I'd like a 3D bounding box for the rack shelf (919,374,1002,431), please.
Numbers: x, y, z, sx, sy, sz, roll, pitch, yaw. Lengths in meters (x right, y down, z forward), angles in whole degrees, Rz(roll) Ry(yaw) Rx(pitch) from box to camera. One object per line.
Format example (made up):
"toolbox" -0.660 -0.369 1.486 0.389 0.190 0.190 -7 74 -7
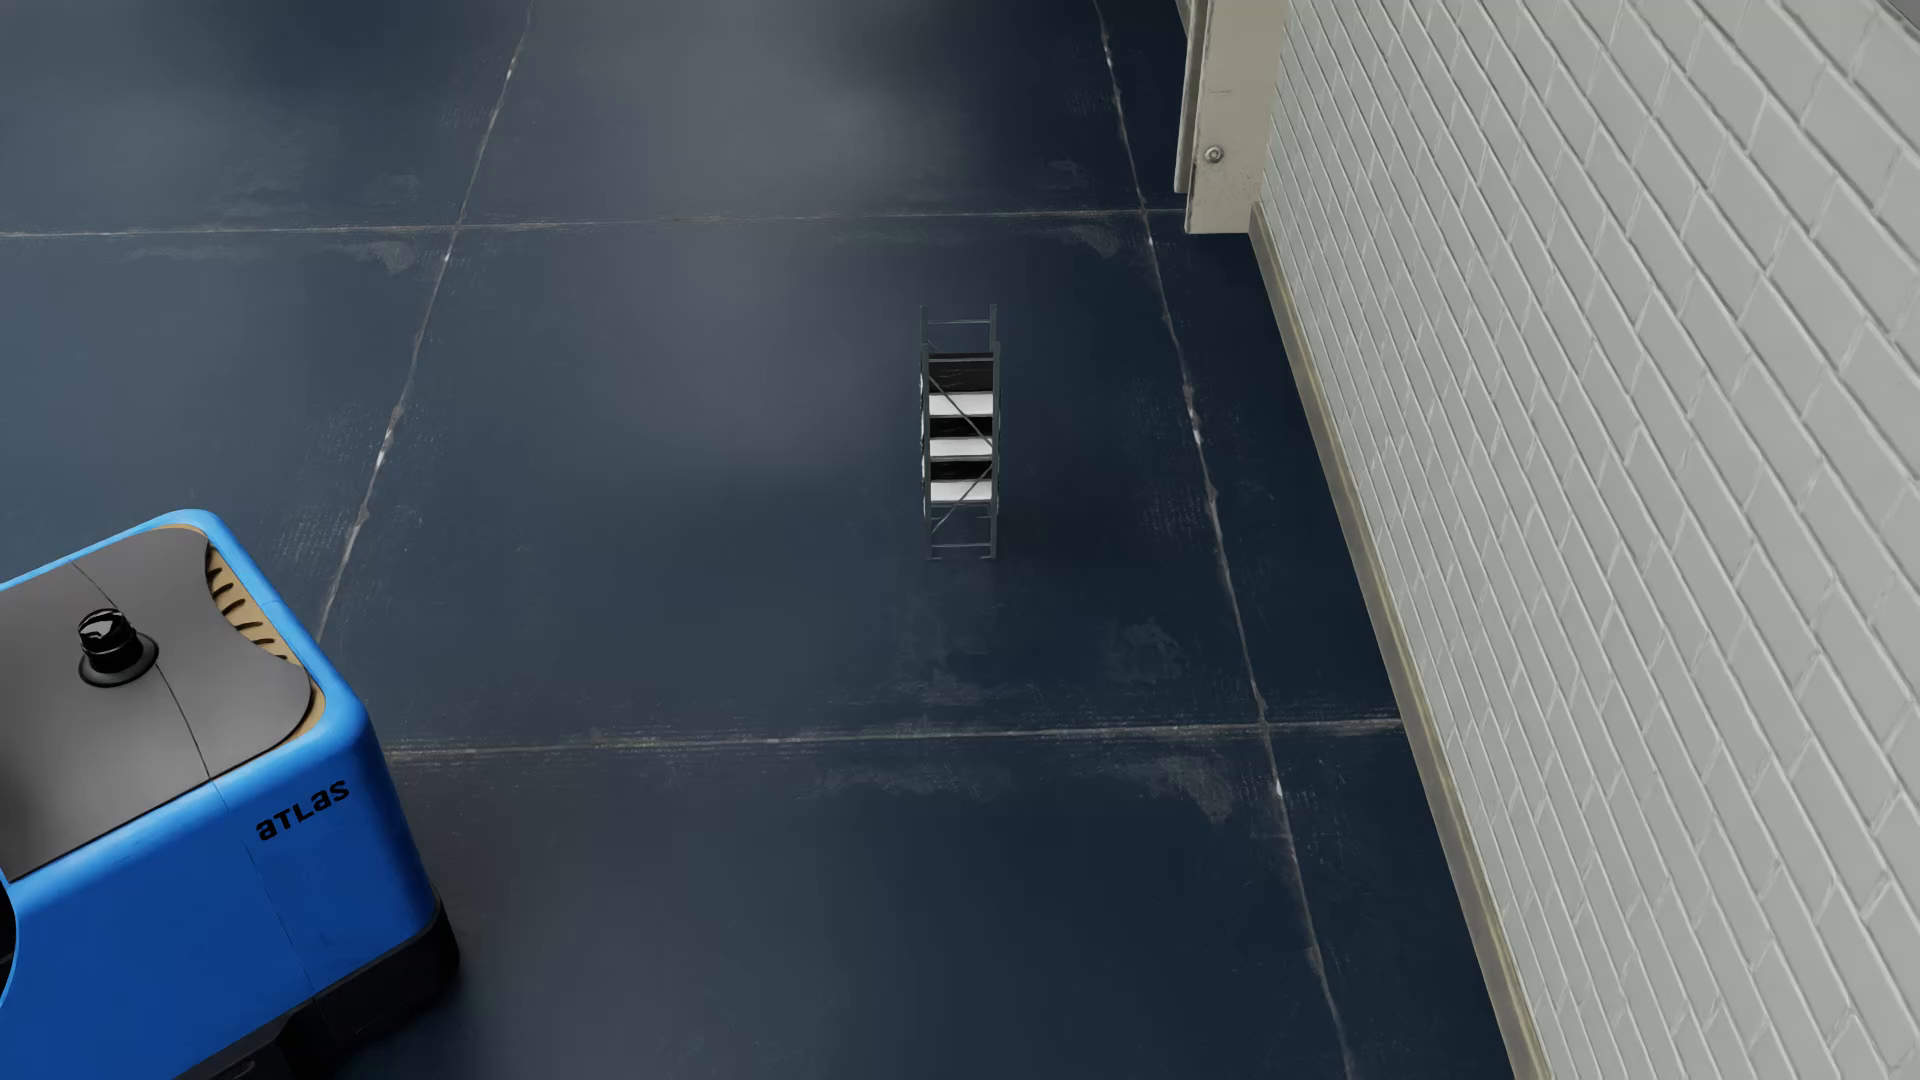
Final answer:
"rack shelf" 0.000 -0.445 5.353 0.258 0.077 0.200 -2 43 -2

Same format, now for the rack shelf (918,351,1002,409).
"rack shelf" 0.000 -0.512 5.292 0.258 0.077 0.200 -2 43 -2

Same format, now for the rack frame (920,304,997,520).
"rack frame" -0.005 -0.406 5.527 0.240 0.900 0.006 -2 43 -2

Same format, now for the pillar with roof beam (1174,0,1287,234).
"pillar with roof beam" -3.177 -4.658 4.172 9.100 9.000 0.400 -2 43 -2

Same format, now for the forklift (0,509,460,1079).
"forklift" -2.785 0.494 3.042 3.031 2.935 1.130 -29 50 -28

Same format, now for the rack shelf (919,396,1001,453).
"rack shelf" 0.000 -0.379 5.414 0.258 0.077 0.200 -2 43 -2

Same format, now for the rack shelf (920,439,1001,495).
"rack shelf" 0.000 -0.246 5.535 0.258 0.077 0.200 -2 43 -2

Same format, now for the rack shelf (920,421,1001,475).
"rack shelf" 0.000 -0.313 5.474 0.258 0.077 0.200 -2 43 -2

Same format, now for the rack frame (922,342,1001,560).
"rack frame" 0.004 -0.269 5.377 0.240 0.900 0.006 -2 43 -2

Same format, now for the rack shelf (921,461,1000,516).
"rack shelf" 0.000 -0.180 5.596 0.258 0.077 0.200 -2 43 -2

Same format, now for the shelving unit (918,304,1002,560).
"shelving unit" 0.000 -0.337 5.452 0.258 0.900 0.210 -2 43 -2
